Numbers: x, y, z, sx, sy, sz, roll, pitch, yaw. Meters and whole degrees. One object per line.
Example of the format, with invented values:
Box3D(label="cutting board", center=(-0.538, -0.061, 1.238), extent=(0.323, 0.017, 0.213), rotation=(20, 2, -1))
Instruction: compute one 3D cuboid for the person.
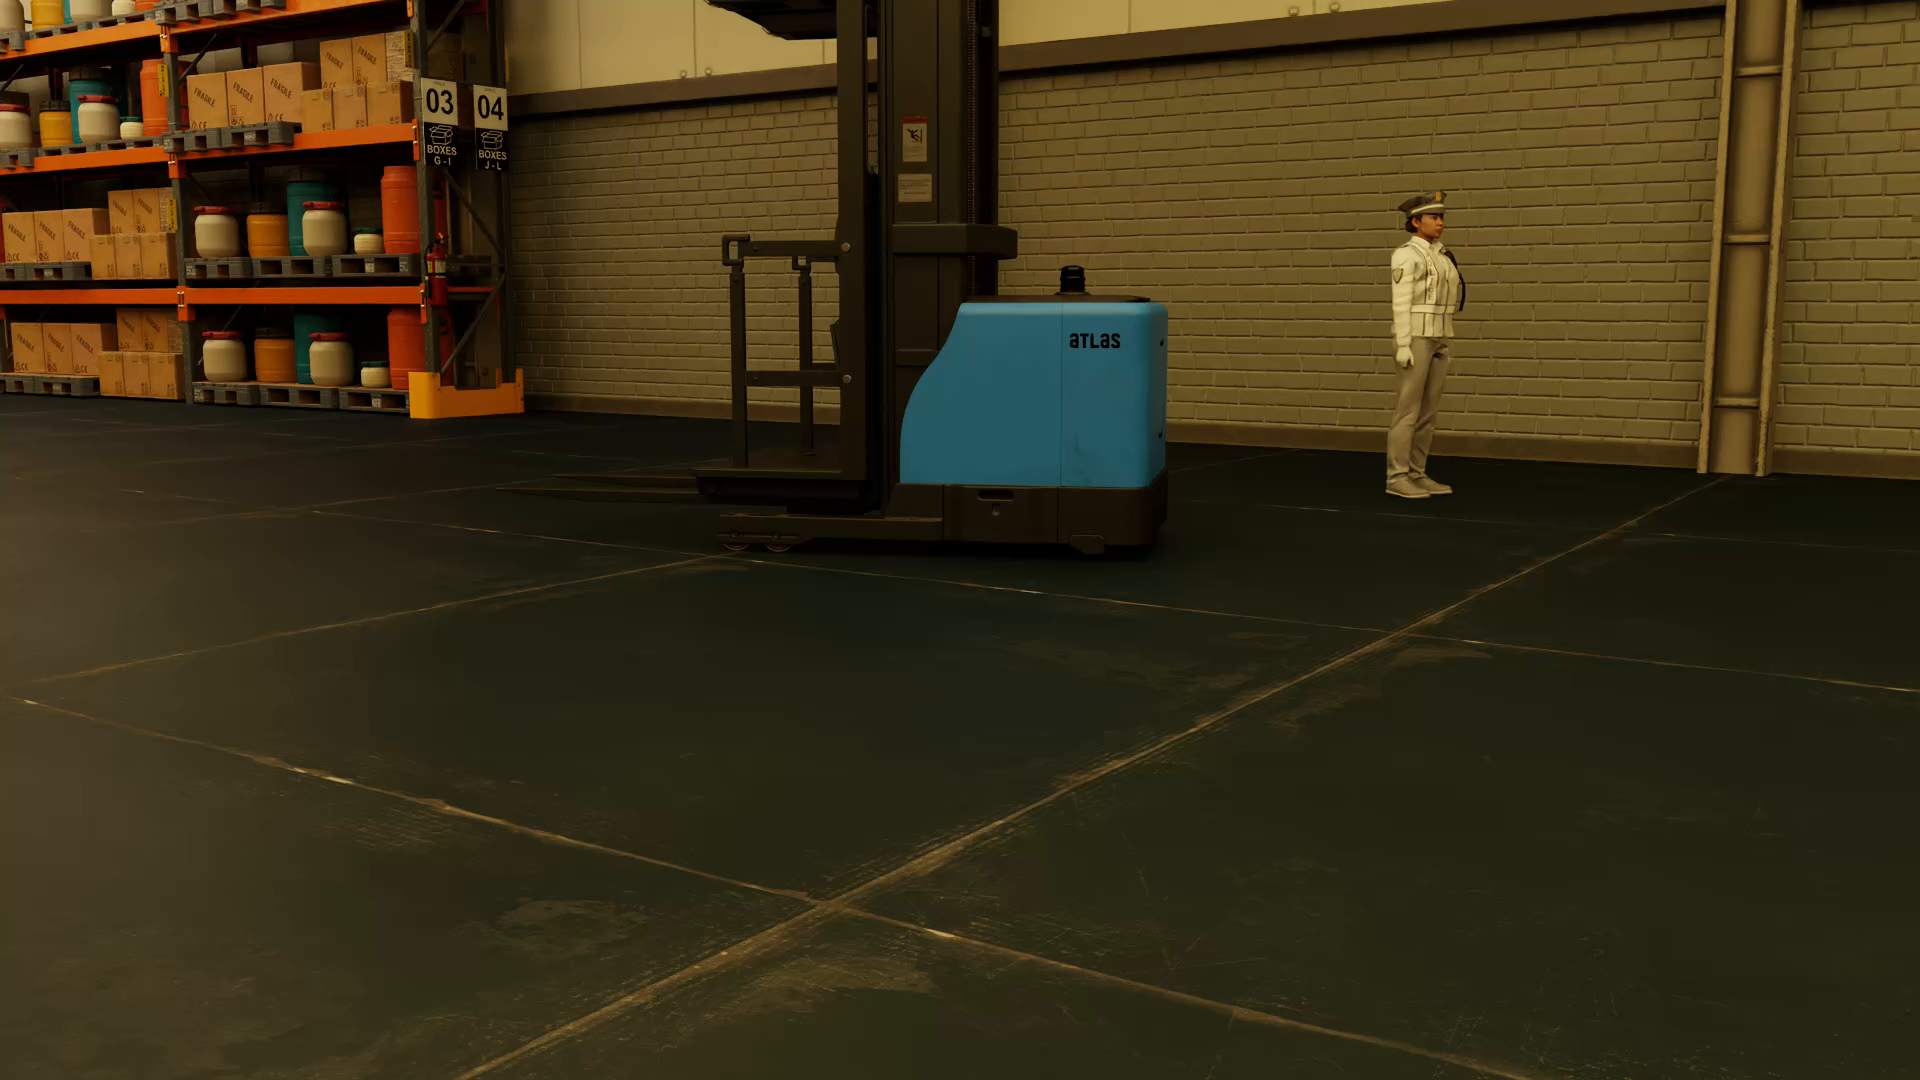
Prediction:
Box3D(label="person", center=(2.587, -1.089, 9.278), extent=(0.473, 1.691, 0.331), rotation=(-8, 11, -44))

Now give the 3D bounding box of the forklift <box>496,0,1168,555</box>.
Box3D(label="forklift", center=(-0.596, -1.469, 7.520), extent=(3.031, 2.935, 1.130), rotation=(2, 8, 12))
